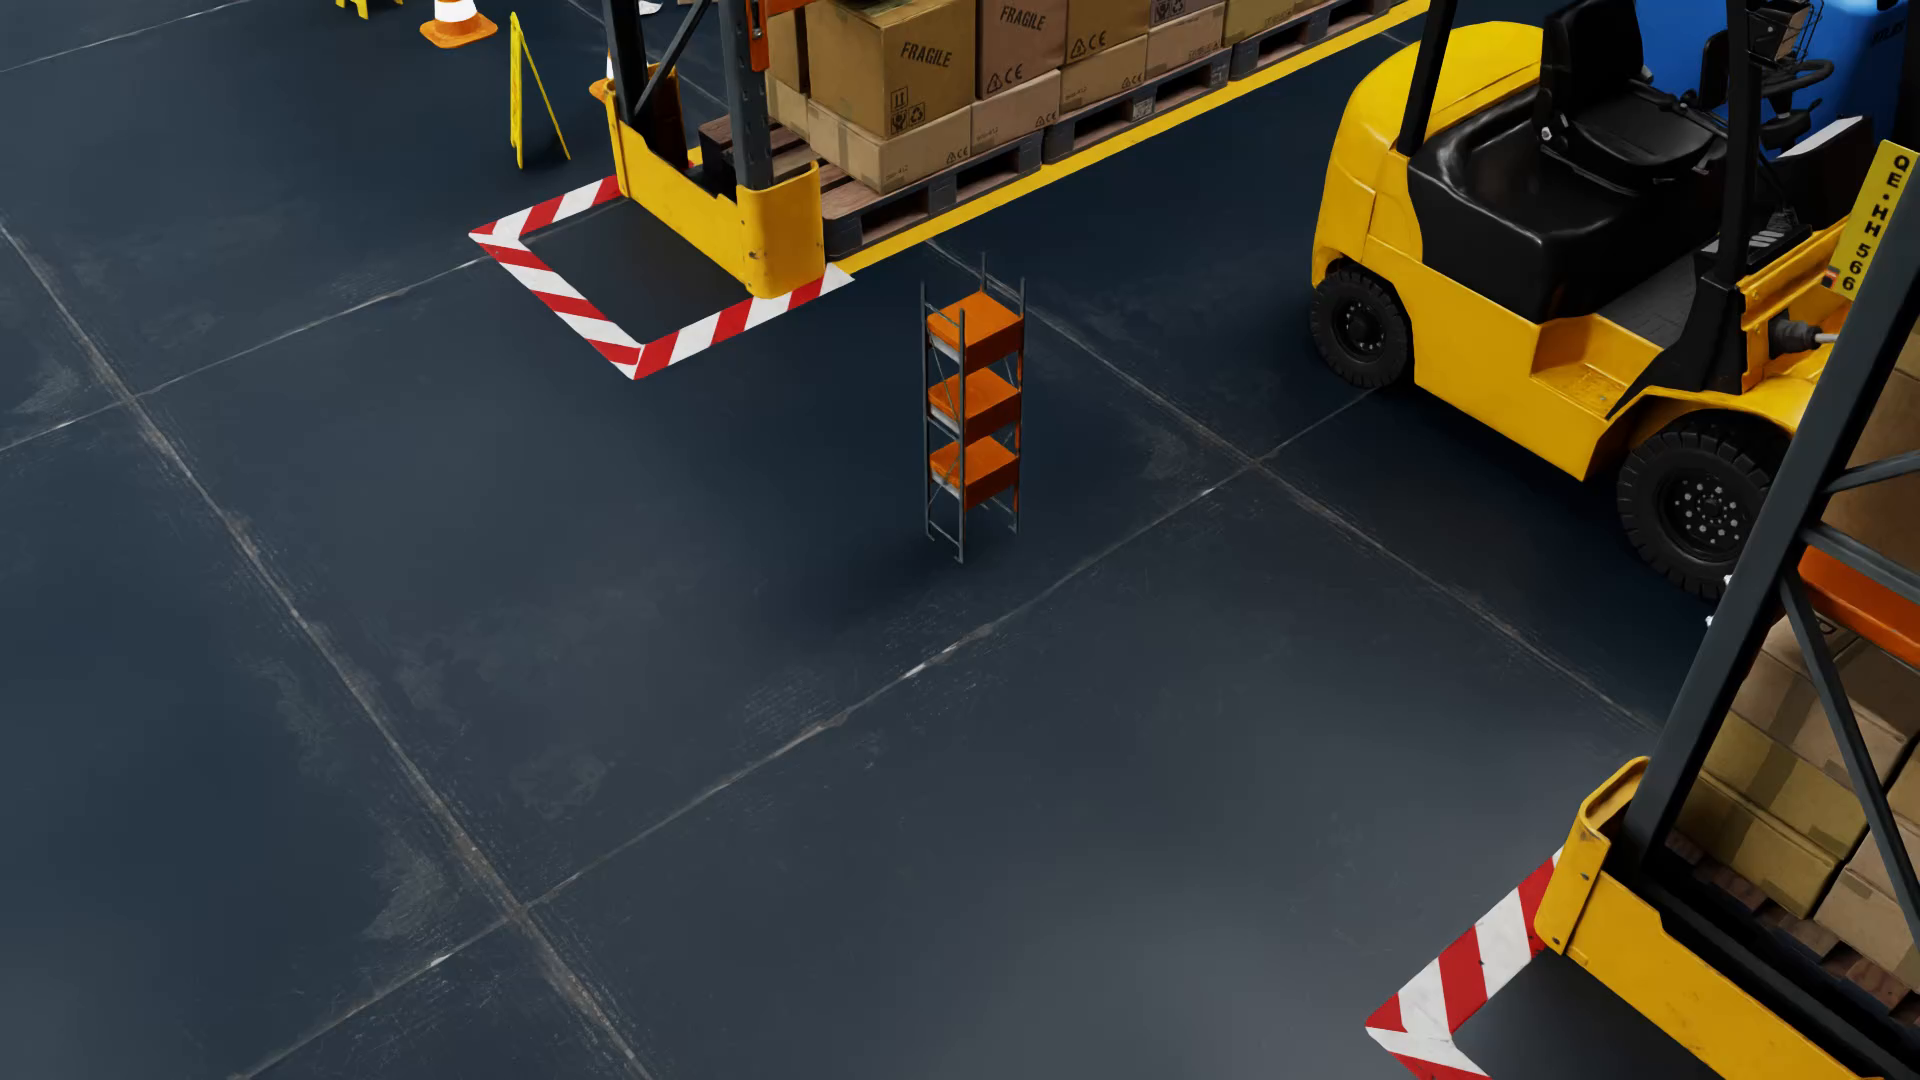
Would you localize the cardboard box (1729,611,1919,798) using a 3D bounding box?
[{"bbox_3d":[2.241,0.316,4.194,0.500,0.250,0.500,-28,50,-27],"label":"cardboard box"}]

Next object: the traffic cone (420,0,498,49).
[{"bbox_3d":[-2.570,-2.783,8.375,0.334,0.463,0.336,-30,51,-28],"label":"traffic cone"}]

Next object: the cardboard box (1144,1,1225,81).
[{"bbox_3d":[0.893,-2.455,7.874,0.500,0.250,0.500,-29,50,-27],"label":"cardboard box"}]

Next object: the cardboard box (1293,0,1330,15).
[{"bbox_3d":[1.688,-2.915,8.364,0.500,0.250,0.500,-28,50,-26],"label":"cardboard box"}]

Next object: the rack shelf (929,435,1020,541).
[{"bbox_3d":[0.041,-0.196,5.613,0.240,0.259,0.215,-30,51,-28],"label":"rack shelf"}]

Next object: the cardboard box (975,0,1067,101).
[{"bbox_3d":[0.113,-2.284,7.145,0.500,0.500,0.500,-32,52,-29],"label":"cardboard box"}]

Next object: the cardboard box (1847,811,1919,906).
[{"bbox_3d":[2.582,0.767,4.079,0.500,0.250,0.500,-29,50,-27],"label":"cardboard box"}]

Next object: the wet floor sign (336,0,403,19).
[{"bbox_3d":[-3.104,-3.052,8.528,0.267,0.644,0.232,30,51,28],"label":"wet floor sign"}]

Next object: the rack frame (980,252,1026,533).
[{"bbox_3d":[0.135,-0.460,5.473,0.008,1.050,0.200,-30,51,-28],"label":"rack frame"}]

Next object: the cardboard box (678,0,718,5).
[{"bbox_3d":[-1.390,-3.005,8.841,0.250,0.149,0.380,-7,44,-7],"label":"cardboard box"}]

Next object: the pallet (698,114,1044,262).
[{"bbox_3d":[-0.395,-1.763,7.473,1.213,0.211,1.003,-30,51,-28],"label":"pallet"}]

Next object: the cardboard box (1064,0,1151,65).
[{"bbox_3d":[0.503,-2.500,7.375,0.500,0.500,0.500,-29,50,-27],"label":"cardboard box"}]

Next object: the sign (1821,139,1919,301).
[{"bbox_3d":[1.751,-0.602,3.182,0.005,0.325,0.100,-30,51,-28],"label":"sign"}]

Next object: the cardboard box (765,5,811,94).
[{"bbox_3d":[-0.652,-2.321,7.184,0.500,0.500,0.500,-29,51,-28],"label":"cardboard box"}]

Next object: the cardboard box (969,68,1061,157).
[{"bbox_3d":[0.093,-1.988,7.377,0.500,0.250,0.500,-28,50,-27],"label":"cardboard box"}]

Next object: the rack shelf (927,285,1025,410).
[{"bbox_3d":[0.041,-0.605,5.229,0.240,0.259,0.215,-30,51,-28],"label":"rack shelf"}]

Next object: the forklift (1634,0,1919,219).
[{"bbox_3d":[4.402,-3.181,6.996,3.031,2.935,1.130,-26,49,-25],"label":"forklift"}]

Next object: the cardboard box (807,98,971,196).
[{"bbox_3d":[-0.303,-1.768,7.143,0.500,0.250,0.500,-30,51,-28],"label":"cardboard box"}]

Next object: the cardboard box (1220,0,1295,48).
[{"bbox_3d":[1.286,-2.676,8.109,0.500,0.250,0.500,-31,51,-29],"label":"cardboard box"}]

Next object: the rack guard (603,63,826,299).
[{"bbox_3d":[-1.041,-1.530,7.014,0.348,0.500,1.175,-30,51,-28],"label":"rack guard"}]

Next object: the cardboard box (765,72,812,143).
[{"bbox_3d":[-0.633,-2.065,7.460,0.500,0.250,0.500,-30,51,-28],"label":"cardboard box"}]

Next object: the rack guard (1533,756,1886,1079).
[{"bbox_3d":[2.070,1.119,4.194,0.348,0.500,1.175,-30,51,-28],"label":"rack guard"}]

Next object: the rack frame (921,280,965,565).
[{"bbox_3d":[-0.053,-0.353,5.359,0.008,1.050,0.200,-30,51,-28],"label":"rack frame"}]

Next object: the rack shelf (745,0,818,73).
[{"bbox_3d":[0.435,-3.024,7.304,4.000,0.370,1.077,-30,51,-28],"label":"rack shelf"}]

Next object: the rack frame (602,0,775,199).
[{"bbox_3d":[-1.099,-2.408,6.123,0.127,3.000,1.000,-30,51,-28],"label":"rack frame"}]

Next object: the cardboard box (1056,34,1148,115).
[{"bbox_3d":[0.504,-2.234,7.640,0.500,0.250,0.500,-26,49,-25],"label":"cardboard box"}]

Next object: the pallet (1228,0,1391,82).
[{"bbox_3d":[1.477,-2.835,8.614,1.213,0.211,1.003,-30,51,-28],"label":"pallet"}]

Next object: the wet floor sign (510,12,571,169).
[{"bbox_3d":[-1.931,-2.028,7.438,0.232,0.644,0.267,-14,45,-14],"label":"wet floor sign"}]

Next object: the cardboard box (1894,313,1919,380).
[{"bbox_3d":[2.175,-0.375,3.412,0.250,0.149,0.380,-29,50,-27],"label":"cardboard box"}]

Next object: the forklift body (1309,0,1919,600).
[{"bbox_3d":[2.372,-1.284,5.547,1.214,2.155,2.313,-30,51,-28],"label":"forklift body"}]

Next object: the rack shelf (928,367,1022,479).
[{"bbox_3d":[0.041,-0.398,5.423,0.240,0.259,0.215,-30,51,-28],"label":"rack shelf"}]

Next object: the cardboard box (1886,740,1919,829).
[{"bbox_3d":[2.578,0.570,3.923,0.500,0.250,0.500,-31,51,-28],"label":"cardboard box"}]

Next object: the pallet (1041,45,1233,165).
[{"bbox_3d":[0.540,-2.296,8.041,1.213,0.211,1.003,-30,51,-28],"label":"pallet"}]

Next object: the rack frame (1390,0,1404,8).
[{"bbox_3d":[1.969,-4.165,7.993,0.127,3.000,1.000,-30,51,-28],"label":"rack frame"}]

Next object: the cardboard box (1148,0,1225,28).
[{"bbox_3d":[0.908,-2.739,7.629,0.500,0.500,0.500,-27,50,-26],"label":"cardboard box"}]

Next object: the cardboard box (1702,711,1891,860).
[{"bbox_3d":[2.261,0.486,4.378,0.500,0.250,0.500,-30,51,-28],"label":"cardboard box"}]

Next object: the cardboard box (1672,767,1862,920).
[{"bbox_3d":[2.246,0.674,4.543,0.500,0.250,0.500,-29,51,-28],"label":"cardboard box"}]

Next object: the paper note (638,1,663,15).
[{"bbox_3d":[-1.651,-2.786,8.694,0.148,0.019,0.142,22,47,21],"label":"paper note"}]

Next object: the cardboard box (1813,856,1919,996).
[{"bbox_3d":[2.591,0.933,4.267,0.500,0.250,0.500,-30,51,-28],"label":"cardboard box"}]

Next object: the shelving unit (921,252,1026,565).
[{"bbox_3d":[0.041,-0.406,5.416,0.252,1.050,0.215,-30,51,-28],"label":"shelving unit"}]

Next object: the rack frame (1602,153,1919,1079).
[{"bbox_3d":[2.088,0.197,3.349,0.127,3.000,1.000,-30,51,-28],"label":"rack frame"}]

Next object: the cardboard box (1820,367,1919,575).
[{"bbox_3d":[2.297,-0.193,3.692,0.500,0.500,0.500,-31,51,-29],"label":"cardboard box"}]

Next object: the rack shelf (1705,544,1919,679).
[{"bbox_3d":[3.622,-0.419,4.531,4.000,0.370,1.077,-30,51,-28],"label":"rack shelf"}]

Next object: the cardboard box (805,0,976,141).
[{"bbox_3d":[-0.285,-2.052,6.898,0.500,0.500,0.500,-32,52,-29],"label":"cardboard box"}]

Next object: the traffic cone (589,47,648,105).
[{"bbox_3d":[-1.597,-2.349,7.914,0.334,0.463,0.336,-30,51,-28],"label":"traffic cone"}]

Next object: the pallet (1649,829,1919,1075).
[{"bbox_3d":[2.648,0.856,4.685,1.213,0.211,1.003,-30,51,-28],"label":"pallet"}]
